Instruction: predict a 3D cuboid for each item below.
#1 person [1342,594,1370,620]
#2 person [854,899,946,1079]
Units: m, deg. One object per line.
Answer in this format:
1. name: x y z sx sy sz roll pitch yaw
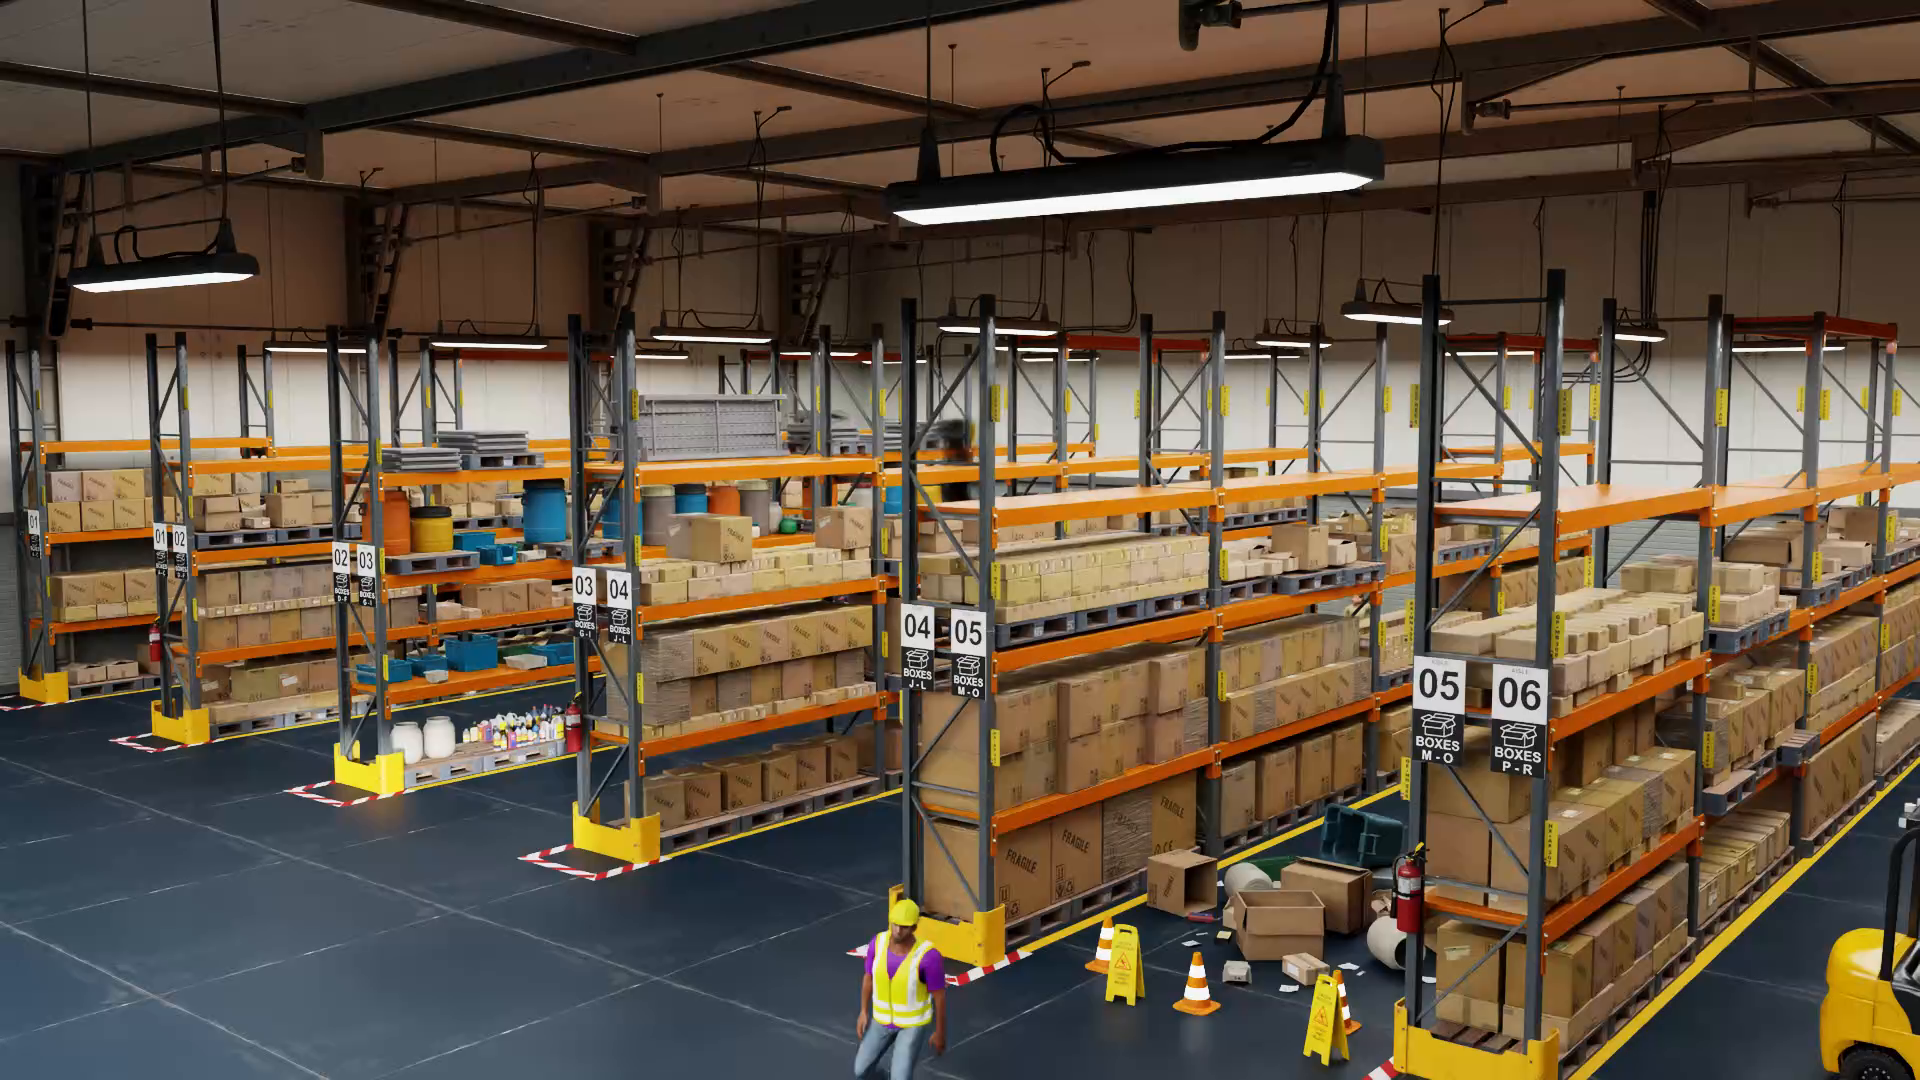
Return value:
1. person: 6.952 1.718 29.118 0.580 1.691 0.876 2 6 25
2. person: -0.446 3.273 11.526 0.833 1.701 0.600 2 6 26
